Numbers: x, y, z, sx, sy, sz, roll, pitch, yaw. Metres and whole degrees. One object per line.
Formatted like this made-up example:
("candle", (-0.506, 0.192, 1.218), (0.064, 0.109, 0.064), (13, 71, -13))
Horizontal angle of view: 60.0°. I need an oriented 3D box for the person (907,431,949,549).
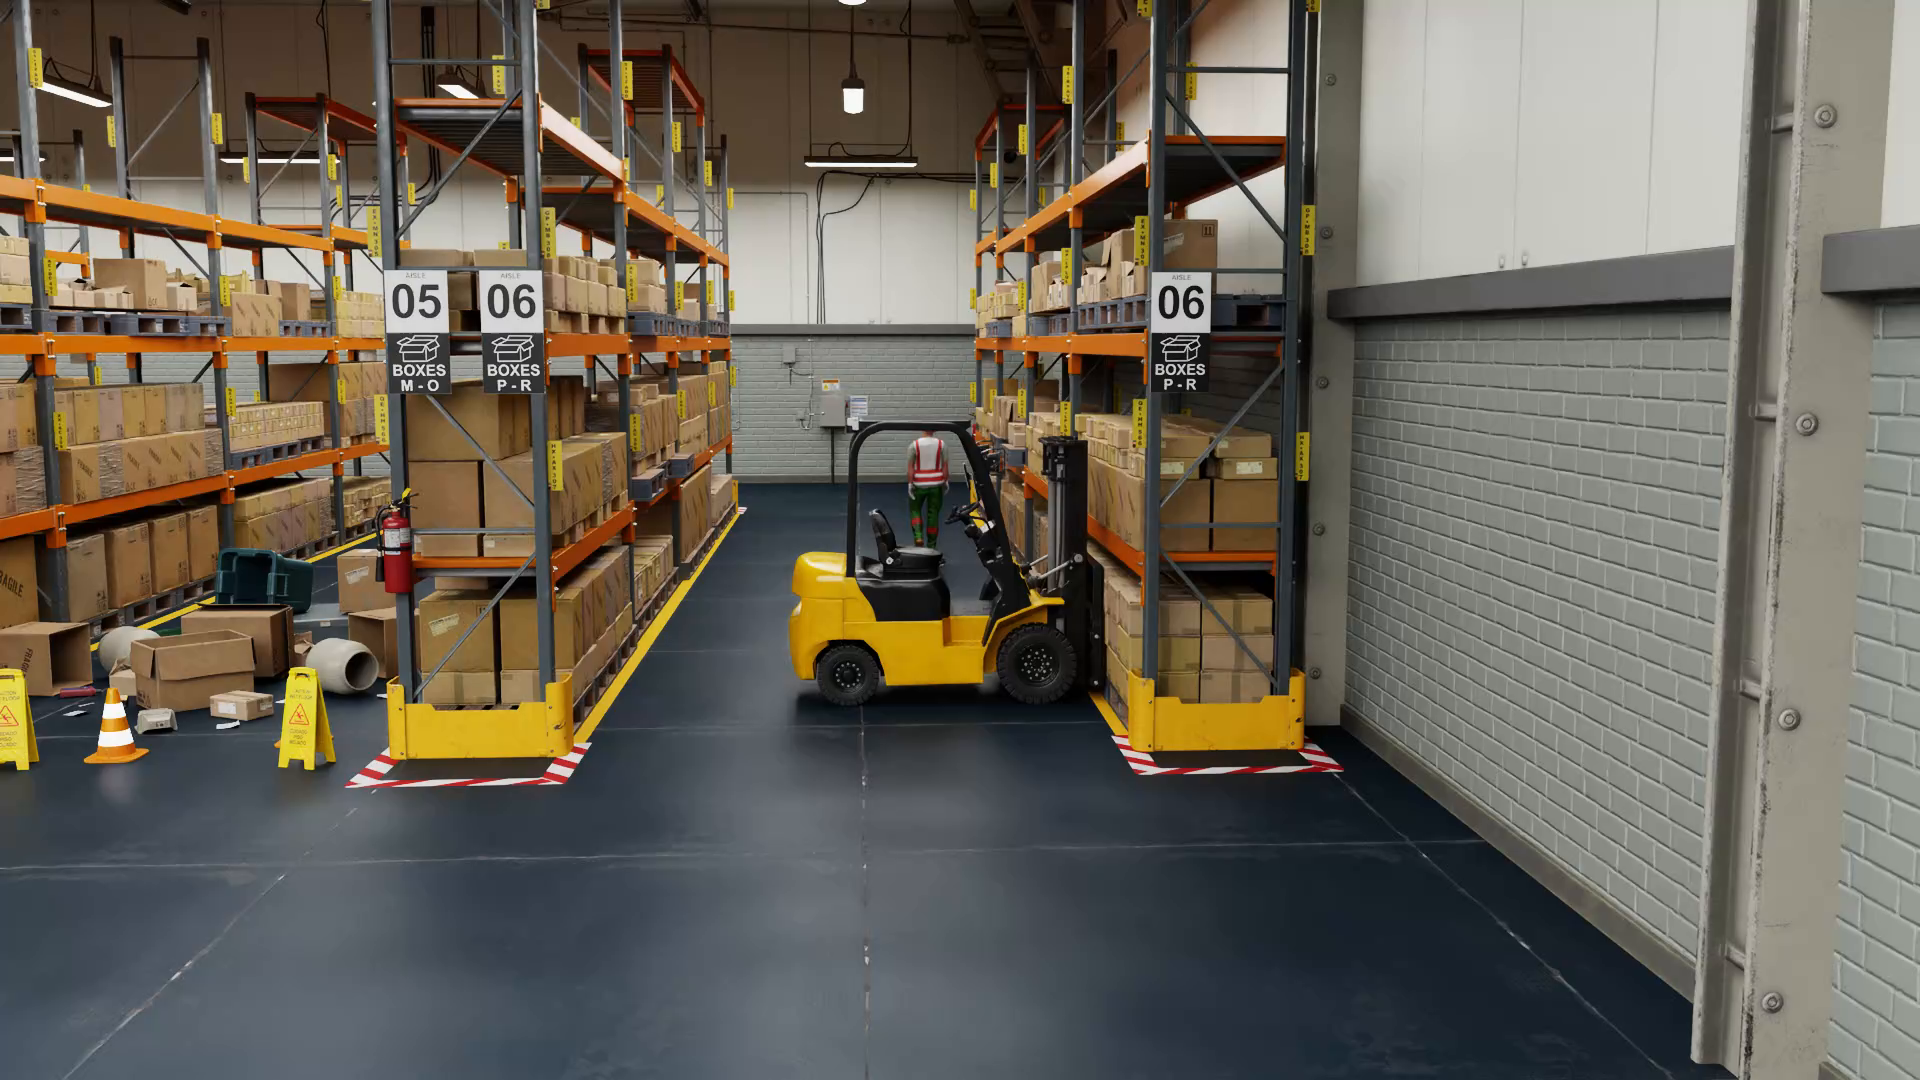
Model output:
("person", (-0.408, -0.696, 21.347), (0.544, 1.793, 0.476), (0, 7, -3))
